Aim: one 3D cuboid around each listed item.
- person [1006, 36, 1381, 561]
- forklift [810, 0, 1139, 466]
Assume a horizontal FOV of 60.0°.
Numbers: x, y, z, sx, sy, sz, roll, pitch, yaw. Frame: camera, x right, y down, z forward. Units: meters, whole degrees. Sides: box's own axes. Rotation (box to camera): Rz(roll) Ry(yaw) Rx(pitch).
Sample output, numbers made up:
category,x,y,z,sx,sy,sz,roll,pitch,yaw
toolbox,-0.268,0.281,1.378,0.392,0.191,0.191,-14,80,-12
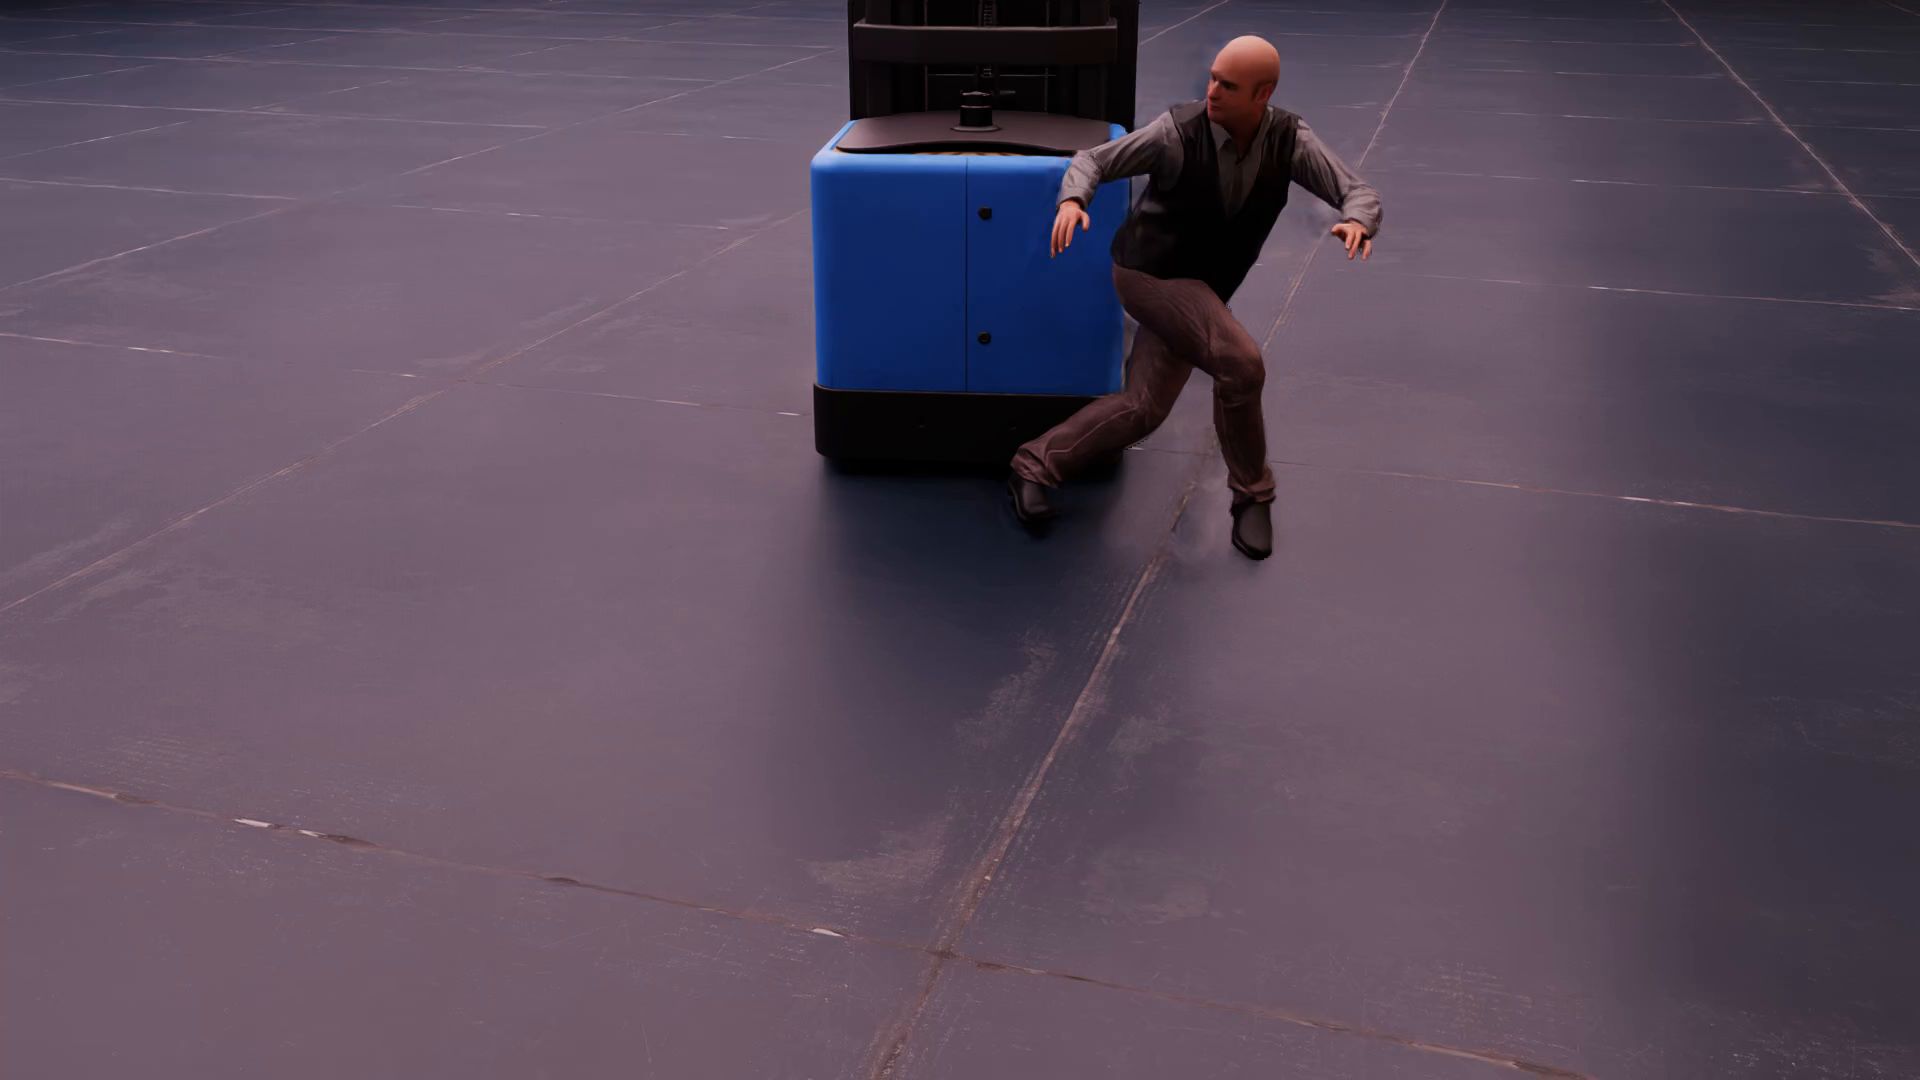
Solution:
category,x,y,z,sx,sy,sz,roll,pitch,yaw
person,0.679,-0.688,4.848,0.943,1.498,1.003,-14,26,-29
forklift,0.144,-2.124,6.424,1.130,2.935,3.031,2,23,4
